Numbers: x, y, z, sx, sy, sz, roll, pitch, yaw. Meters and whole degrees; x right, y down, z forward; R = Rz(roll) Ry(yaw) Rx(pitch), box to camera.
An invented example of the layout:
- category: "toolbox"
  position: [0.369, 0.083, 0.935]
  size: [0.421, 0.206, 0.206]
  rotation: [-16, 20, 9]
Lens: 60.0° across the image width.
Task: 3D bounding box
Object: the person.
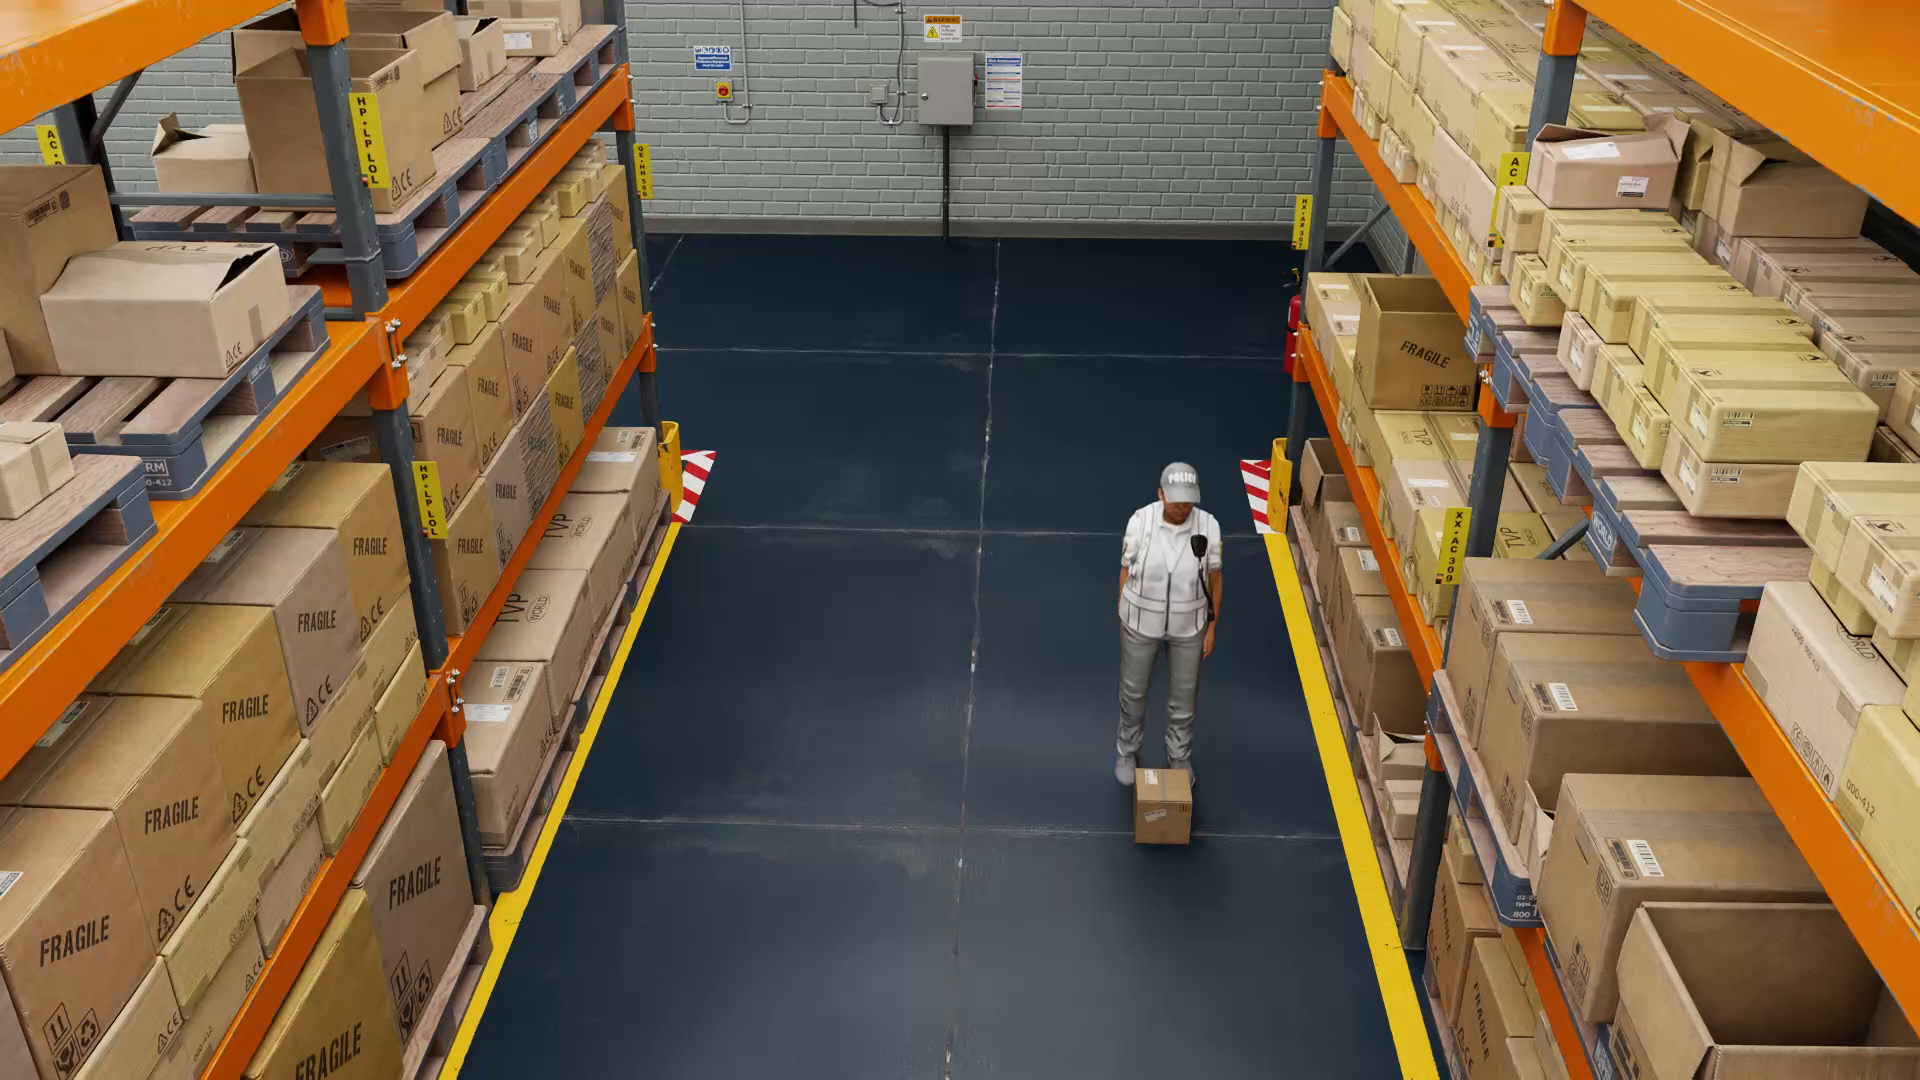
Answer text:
- category: "person"
  position: [0.986, 0.412, 7.867]
  size: [0.479, 1.689, 0.390]
  rotation: [2, 28, 3]
